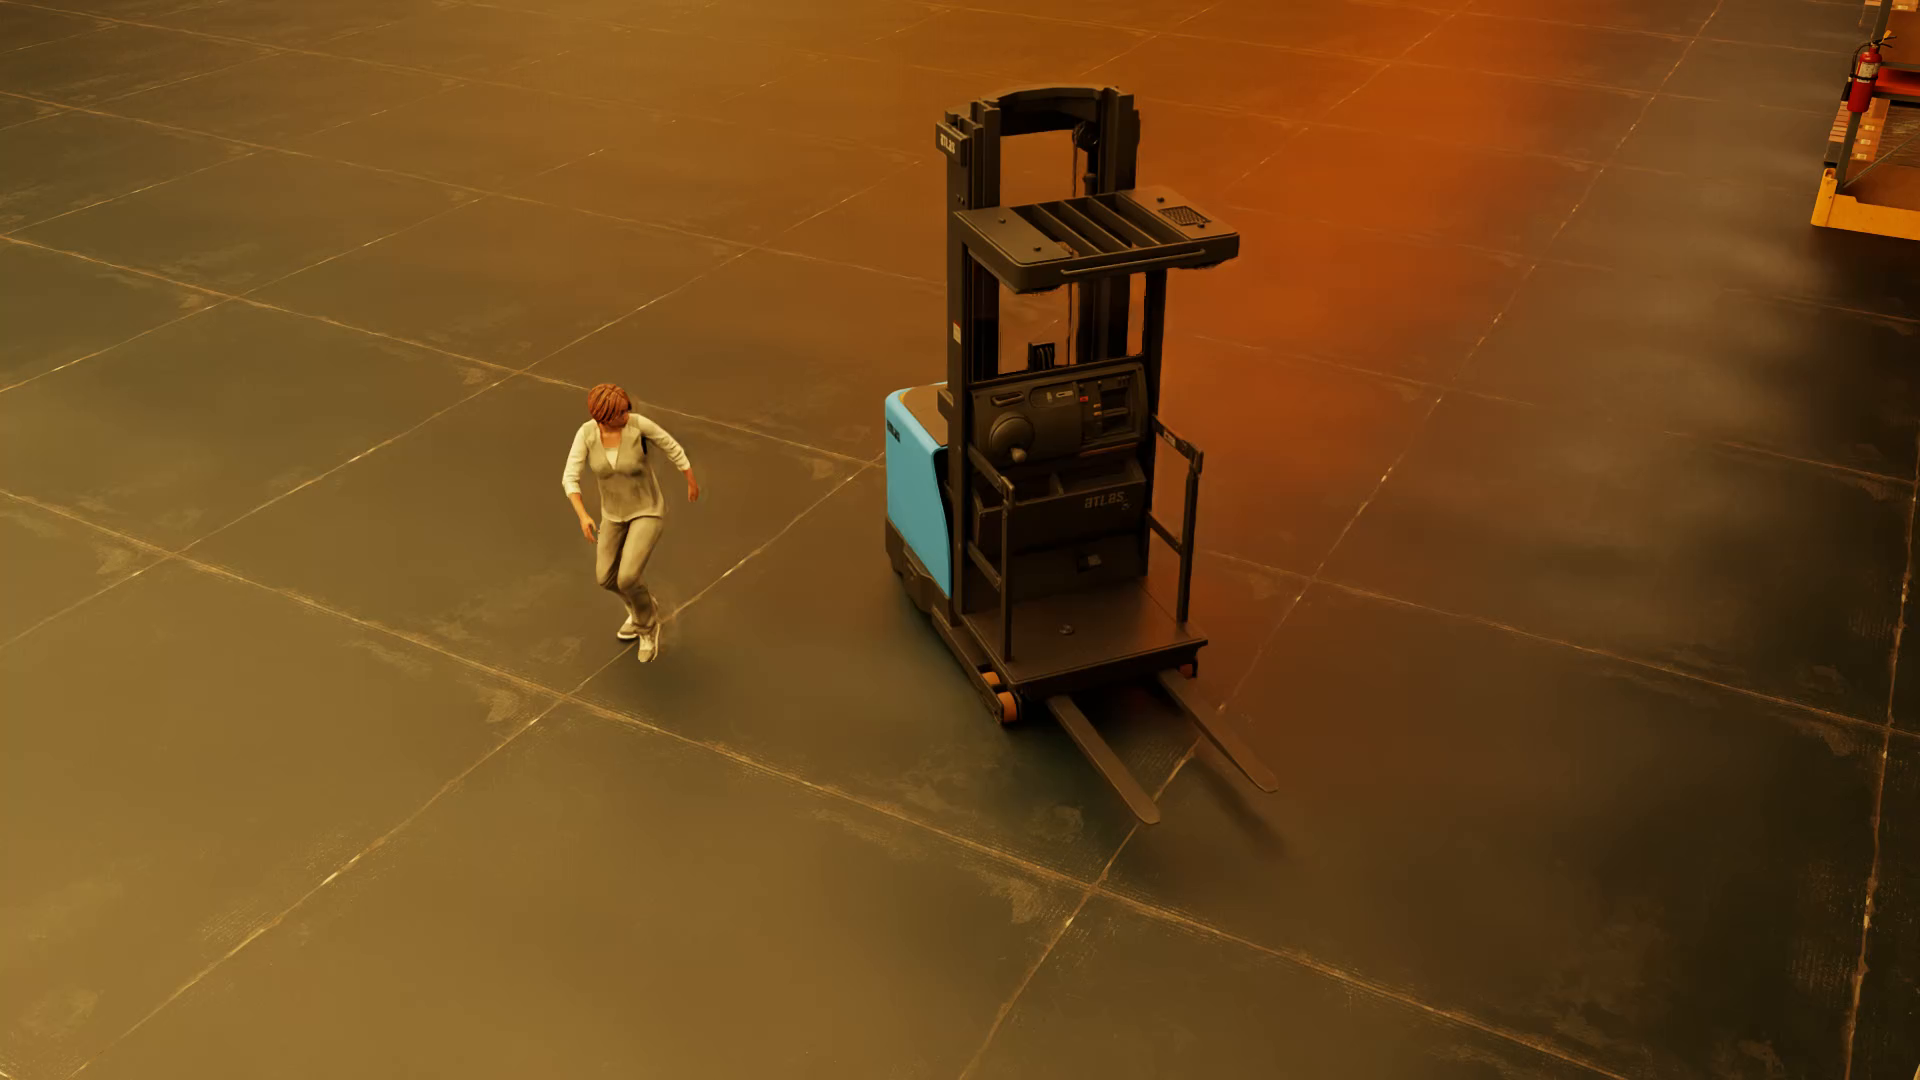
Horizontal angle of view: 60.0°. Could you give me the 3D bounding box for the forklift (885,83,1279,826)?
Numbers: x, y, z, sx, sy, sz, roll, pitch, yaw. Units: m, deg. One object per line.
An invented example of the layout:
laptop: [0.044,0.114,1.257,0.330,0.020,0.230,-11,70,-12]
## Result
forklift: [0.584,-0.578,8.071,1.130,2.935,3.031,-11,32,-19]

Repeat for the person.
person: [-1.740,-0.106,8.701,0.549,1.554,0.671,10,31,16]
